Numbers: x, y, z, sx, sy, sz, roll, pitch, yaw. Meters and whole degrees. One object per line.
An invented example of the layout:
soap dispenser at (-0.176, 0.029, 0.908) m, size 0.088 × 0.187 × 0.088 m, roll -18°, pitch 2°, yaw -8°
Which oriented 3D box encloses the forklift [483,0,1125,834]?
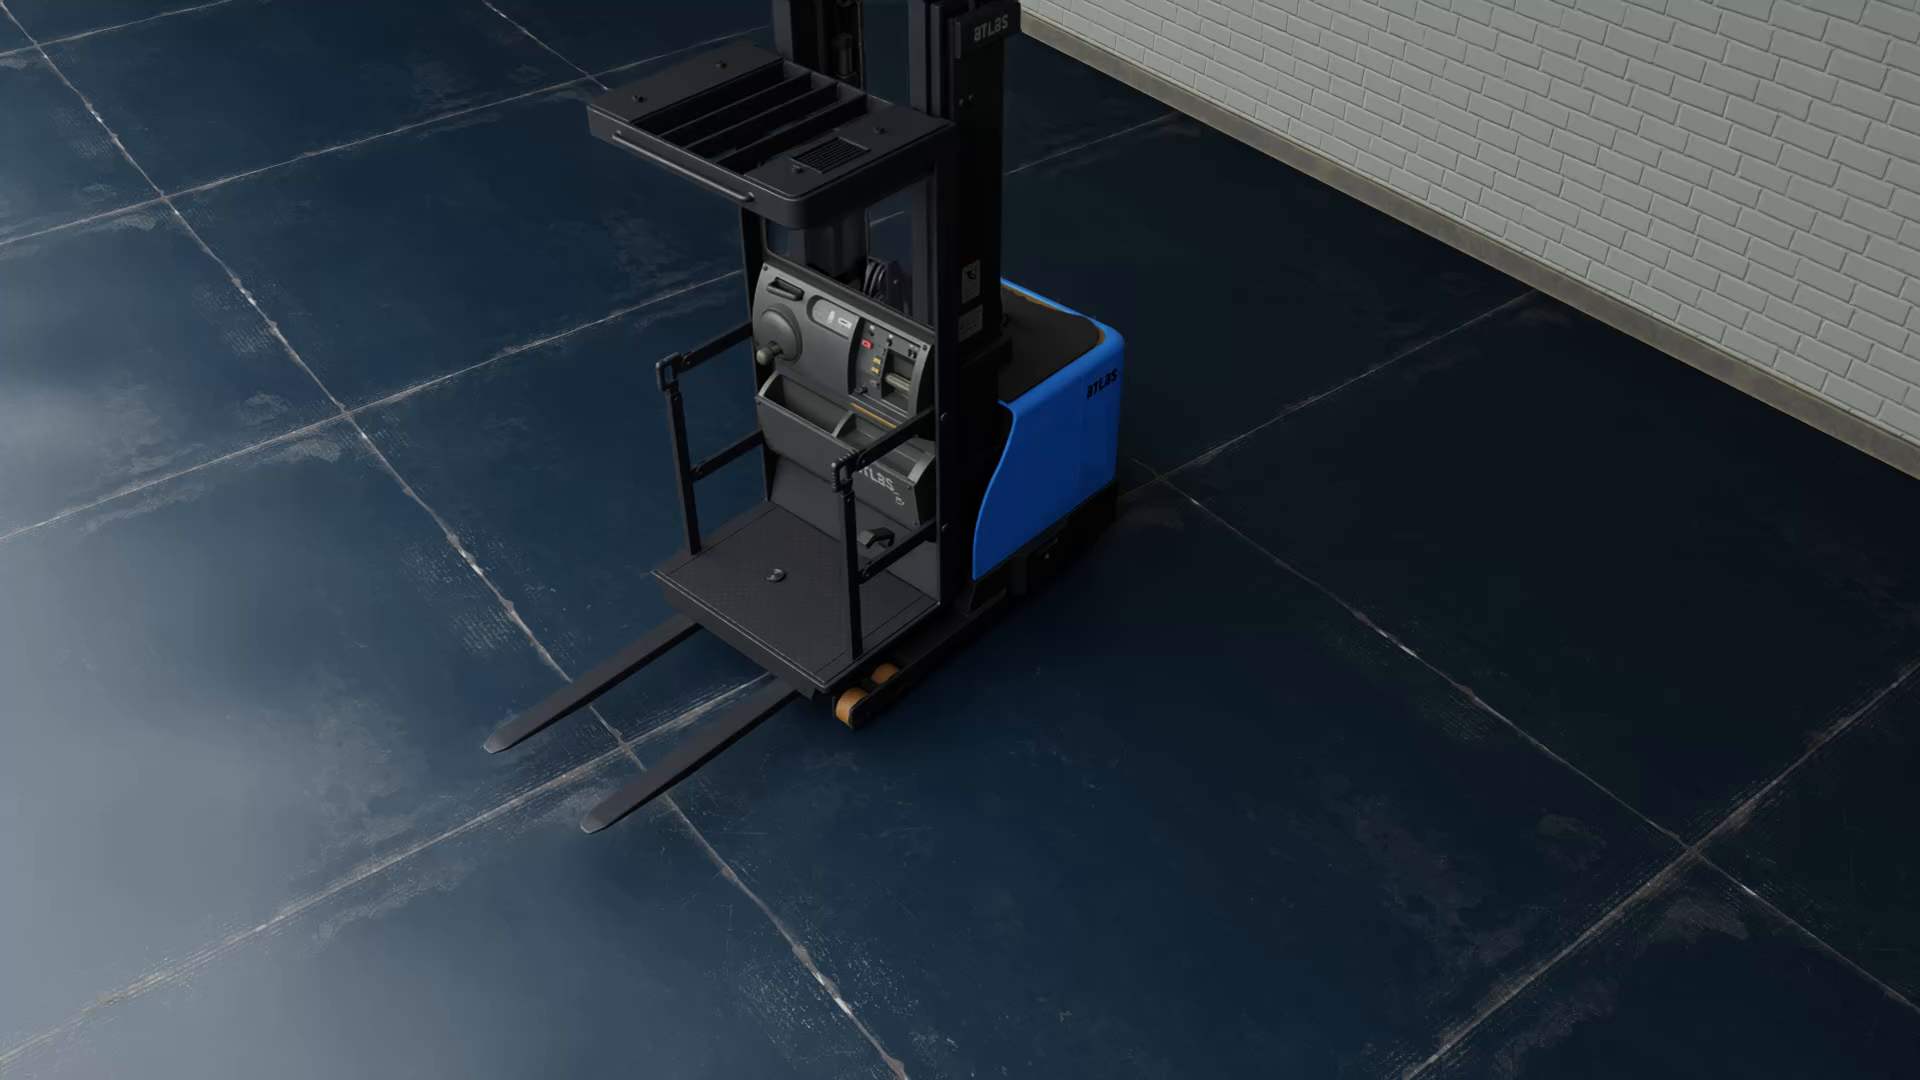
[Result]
forklift at (-0.618, -0.720, 6.450) m, size 1.130 × 2.935 × 3.031 m, roll 30°, pitch 48°, yaw 31°

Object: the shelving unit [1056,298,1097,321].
shelving unit at (0.479, -0.696, 8.023) m, size 0.258 × 0.900 × 0.210 m, roll 30°, pitch 48°, yaw 31°

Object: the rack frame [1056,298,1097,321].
rack frame at (0.547, -0.744, 8.081) m, size 0.240 × 0.900 × 0.006 m, roll 30°, pitch 48°, yaw 31°
